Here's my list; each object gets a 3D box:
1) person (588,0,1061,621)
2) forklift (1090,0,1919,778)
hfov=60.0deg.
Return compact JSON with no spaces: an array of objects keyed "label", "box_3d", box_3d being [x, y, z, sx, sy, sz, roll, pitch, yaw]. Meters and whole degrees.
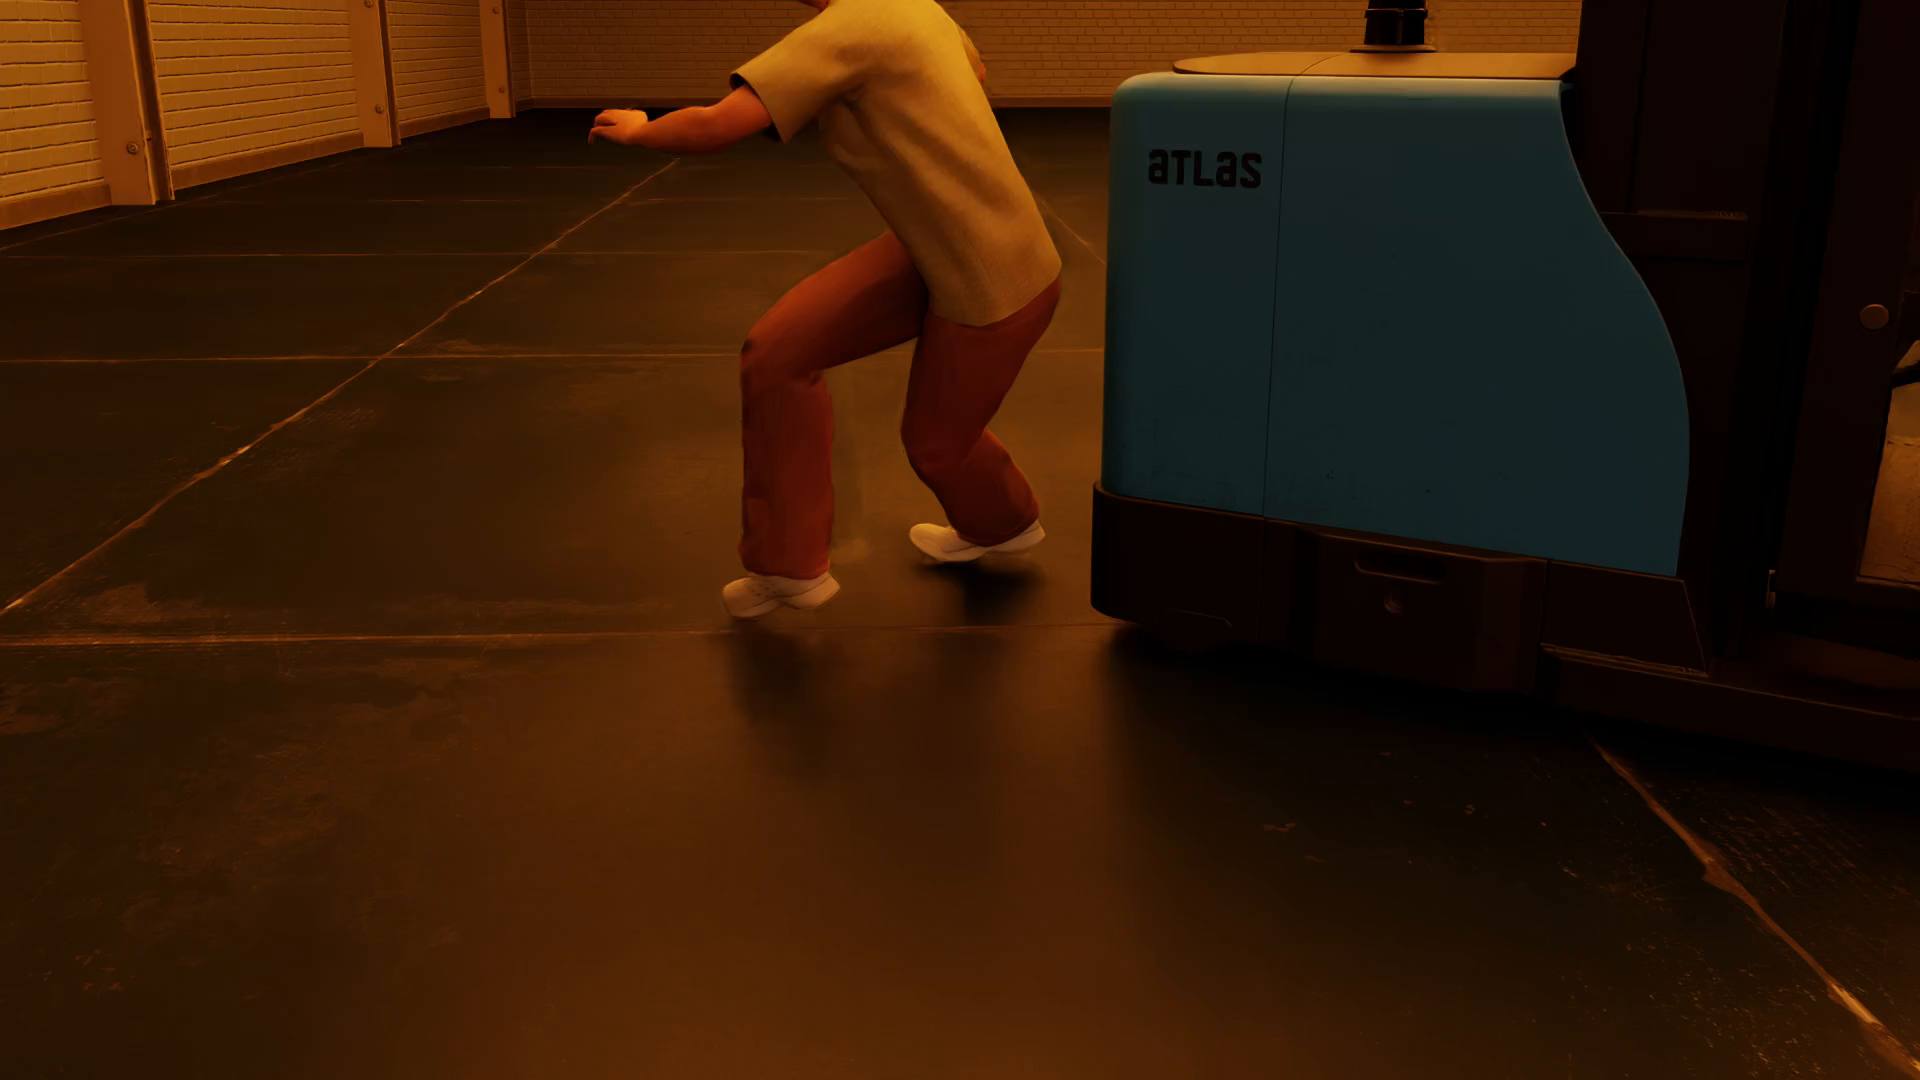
[{"label":"person","box_3d":[-0.228,-0.529,3.173,0.879,1.422,0.887,-1,17,-4]},{"label":"forklift","box_3d":[1.791,-1.107,2.526,3.031,2.935,1.130,10,19,29]}]
